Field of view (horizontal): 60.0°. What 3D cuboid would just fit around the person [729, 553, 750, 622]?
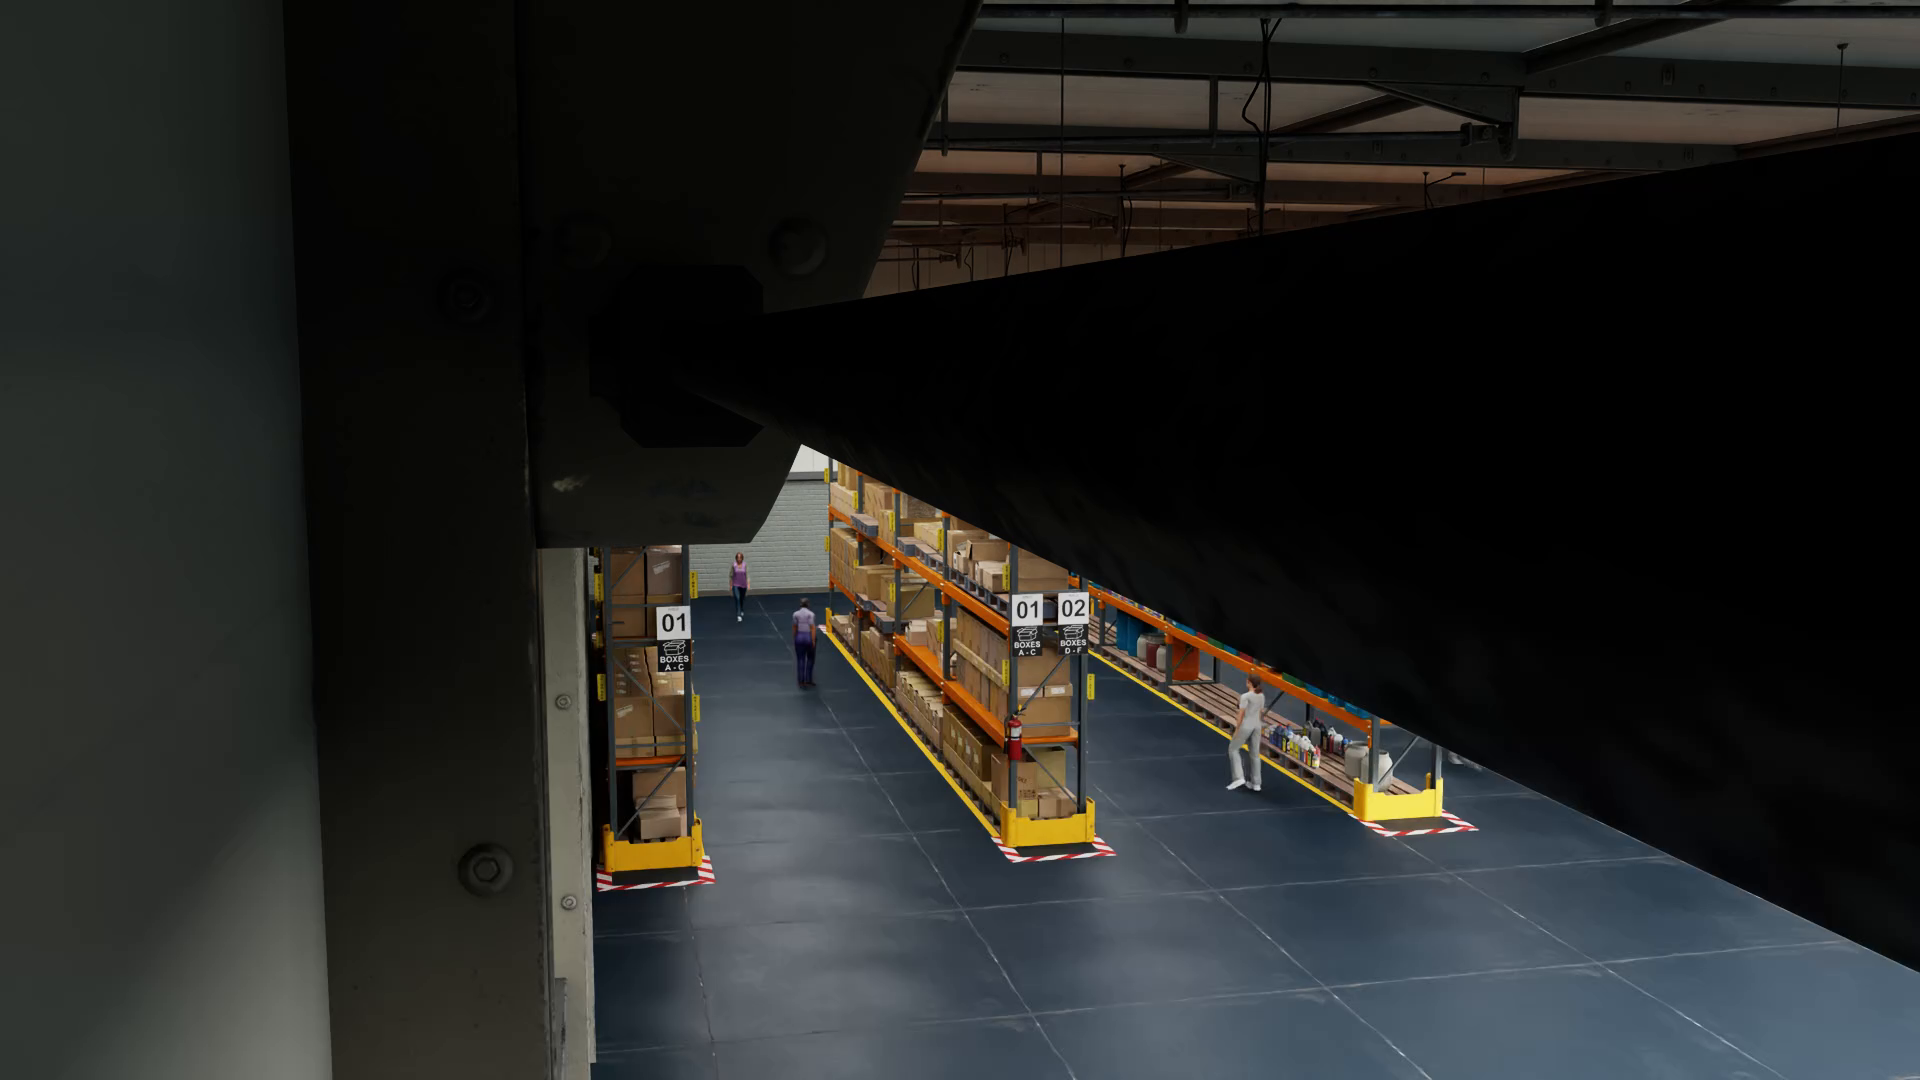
[{"bbox_3d":[-5.032,1.047,37.952,0.443,1.513,1.025,-2,7,-17],"label":"person"}]

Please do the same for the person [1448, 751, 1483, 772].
[{"bbox_3d":[7.519,2.565,24.813,0.501,1.723,0.603,0,7,-1],"label":"person"}]

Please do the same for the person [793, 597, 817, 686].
[{"bbox_3d":[-2.868,1.914,30.718,0.501,1.693,0.599,1,7,12],"label":"person"}]

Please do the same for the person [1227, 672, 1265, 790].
[{"bbox_3d":[4.094,2.723,23.592,0.523,1.691,0.504,-3,7,-23],"label":"person"}]
